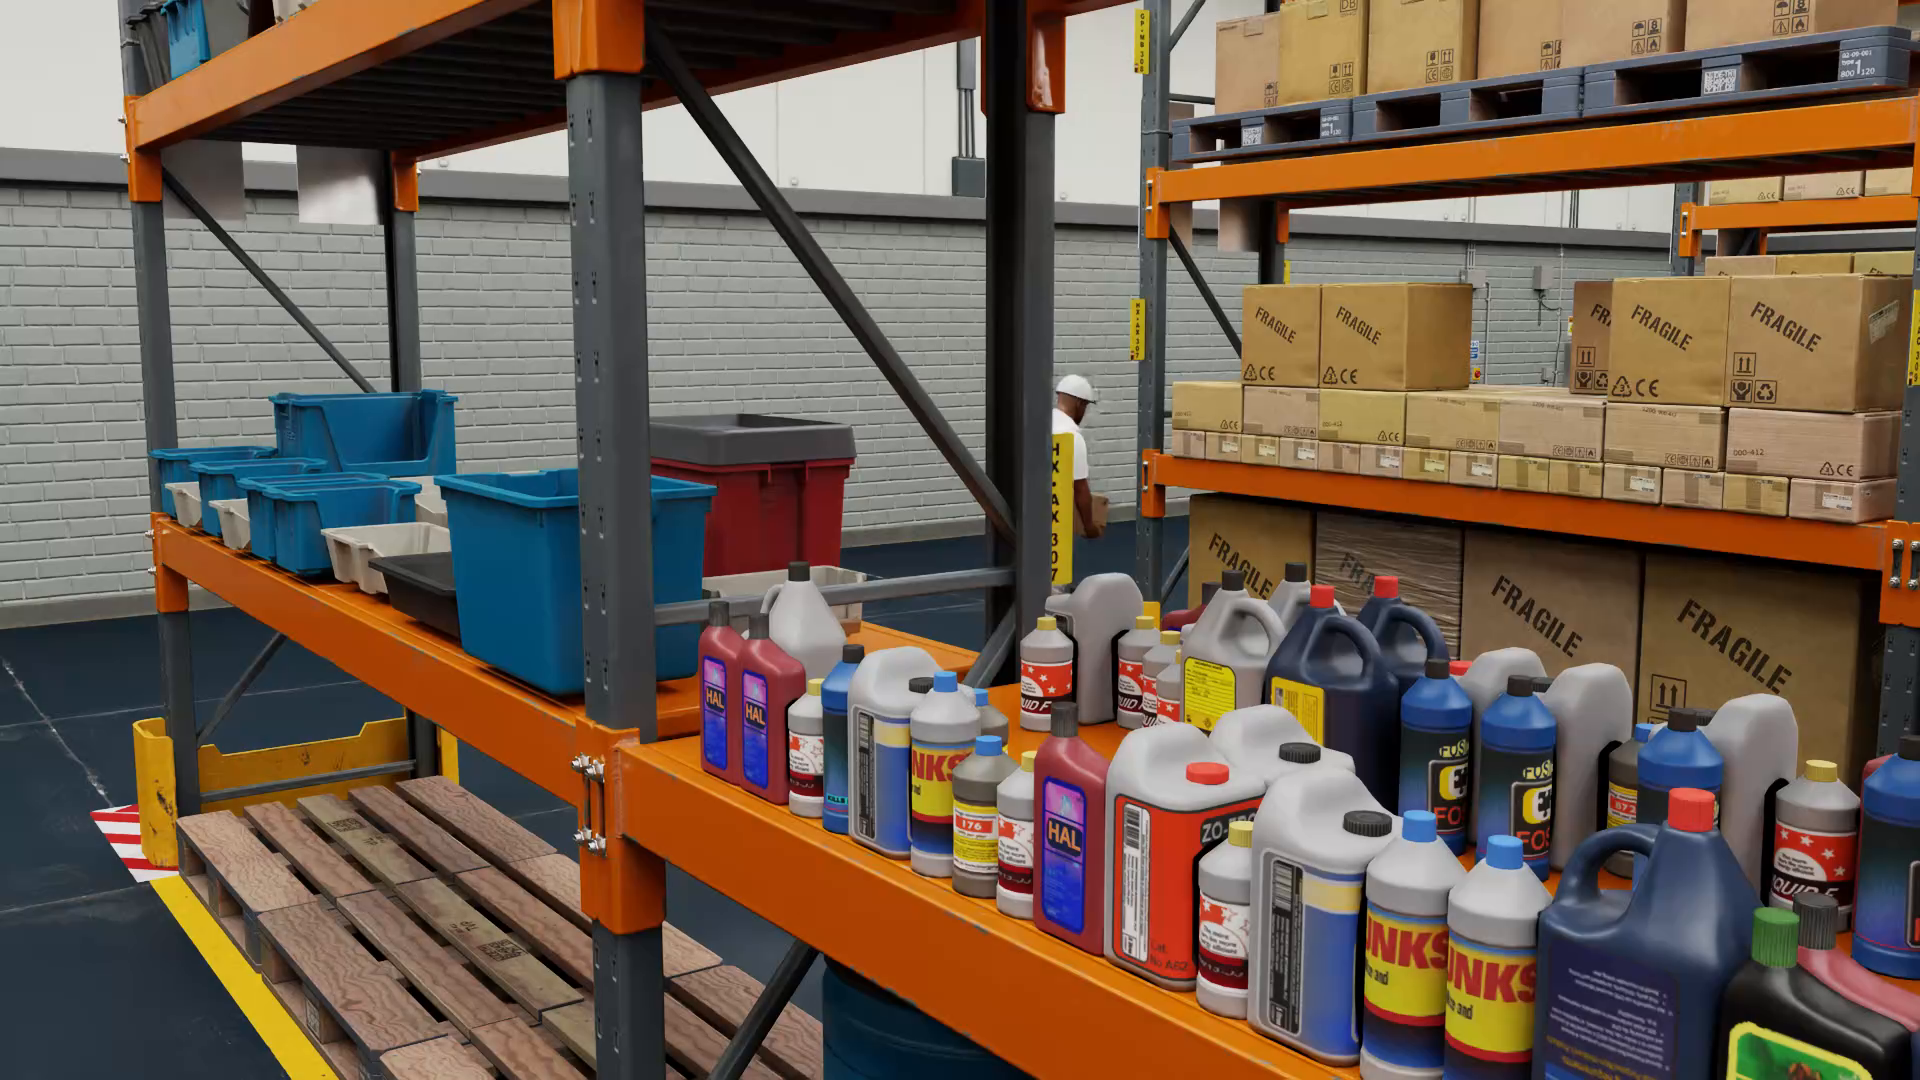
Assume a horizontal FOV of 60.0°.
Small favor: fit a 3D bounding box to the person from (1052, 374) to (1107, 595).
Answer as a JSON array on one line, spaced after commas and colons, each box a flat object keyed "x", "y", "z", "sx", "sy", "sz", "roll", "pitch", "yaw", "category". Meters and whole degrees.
[{"x": 0.558, "y": -0.155, "z": 10.122, "sx": 0.638, "sy": 1.693, "sz": 0.488, "roll": -5, "pitch": 9, "yaw": -31, "category": "person"}]
